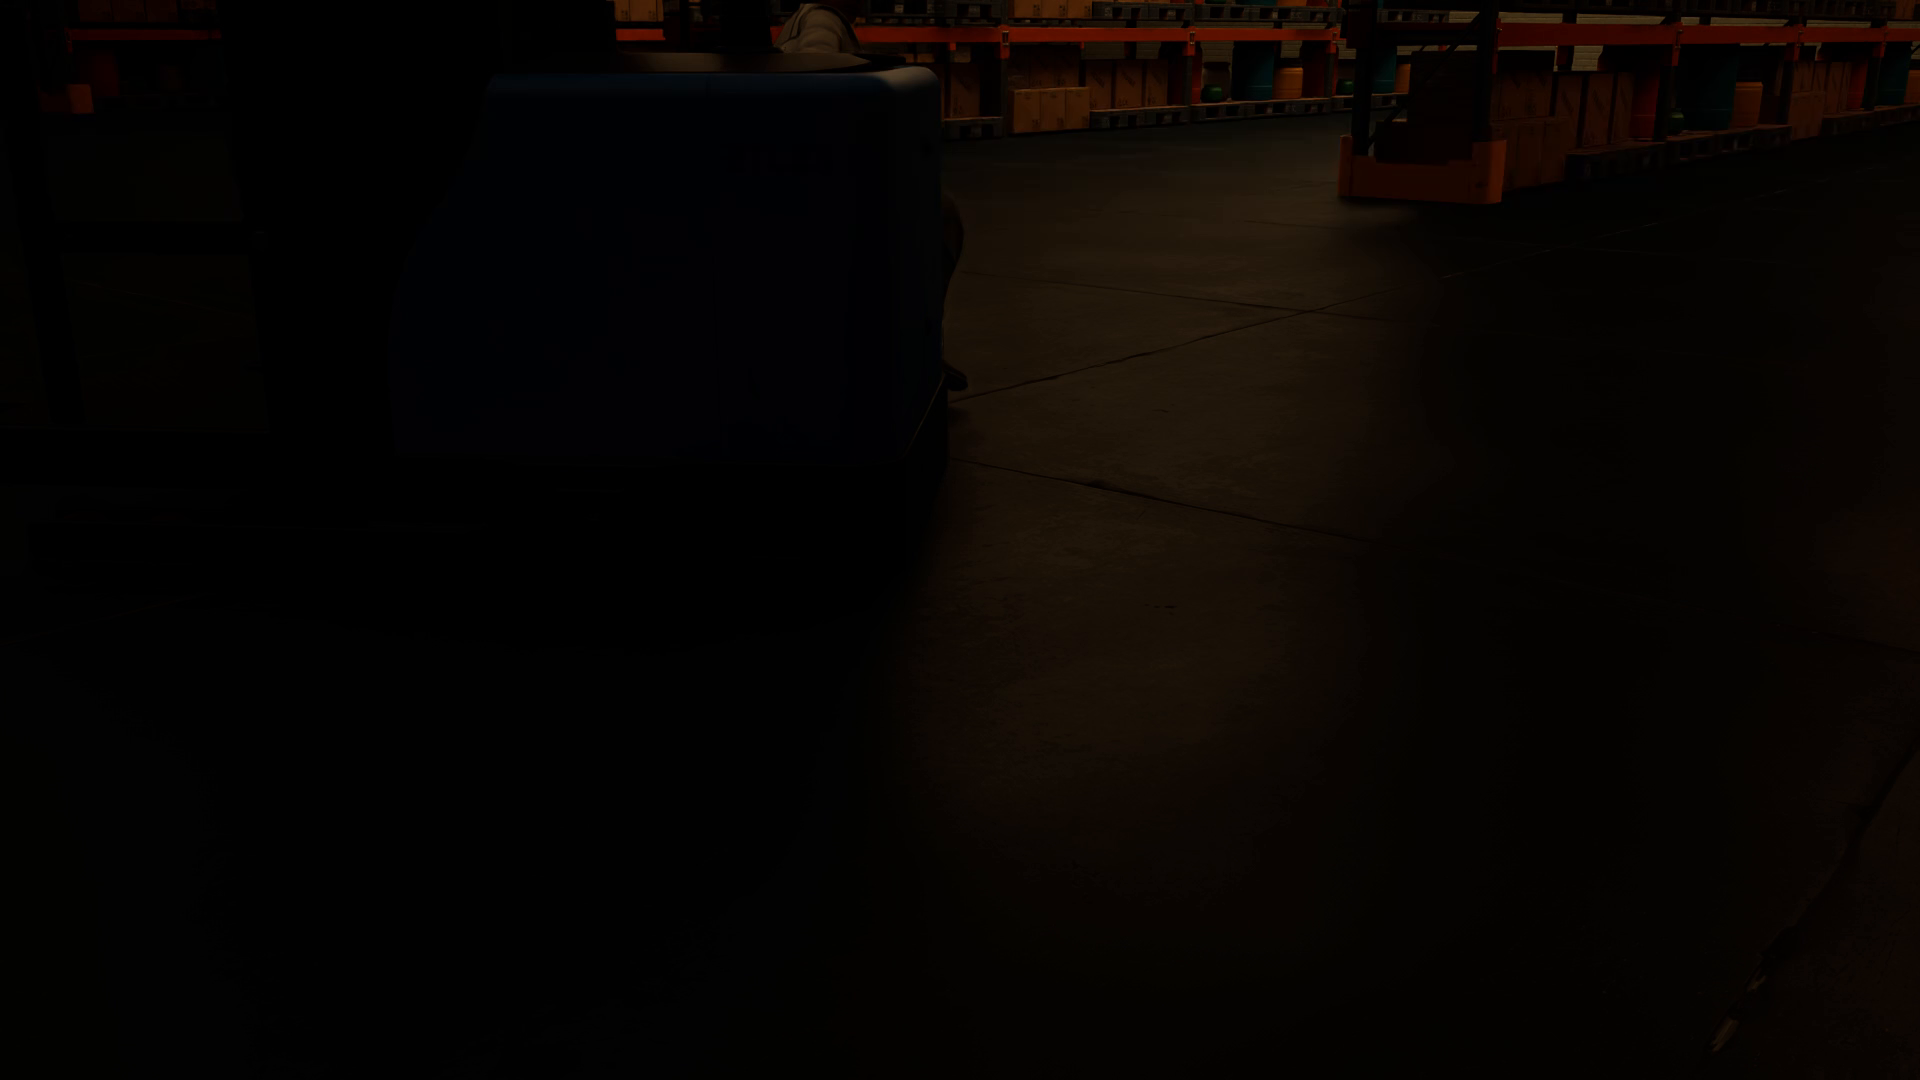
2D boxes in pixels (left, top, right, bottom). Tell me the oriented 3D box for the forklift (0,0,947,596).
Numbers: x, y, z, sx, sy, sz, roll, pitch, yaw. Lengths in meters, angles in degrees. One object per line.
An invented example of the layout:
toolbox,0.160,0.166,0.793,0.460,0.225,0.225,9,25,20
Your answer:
forklift,-1.581,-1.444,3.653,3.031,2.935,1.130,2,17,5

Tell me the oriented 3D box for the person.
person,-0.351,-1.119,5.253,0.683,1.434,0.727,-13,21,-37
